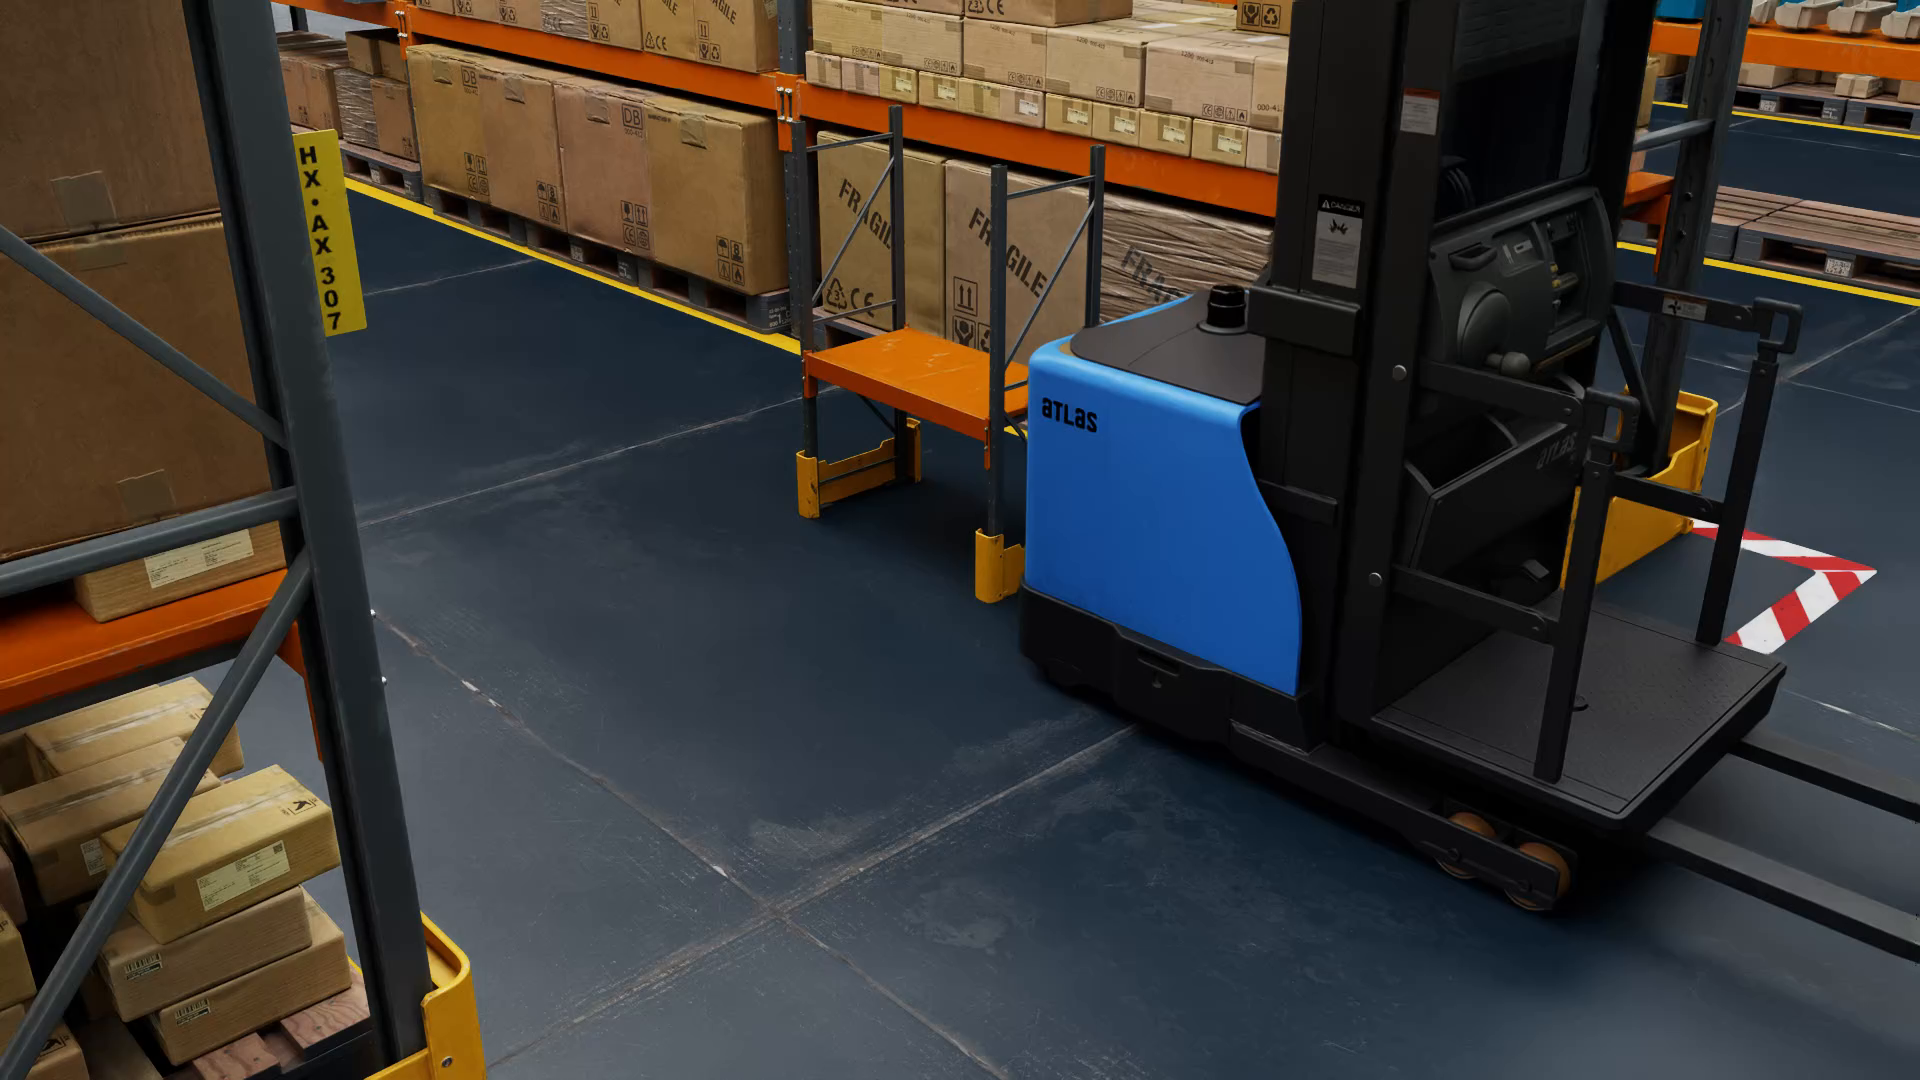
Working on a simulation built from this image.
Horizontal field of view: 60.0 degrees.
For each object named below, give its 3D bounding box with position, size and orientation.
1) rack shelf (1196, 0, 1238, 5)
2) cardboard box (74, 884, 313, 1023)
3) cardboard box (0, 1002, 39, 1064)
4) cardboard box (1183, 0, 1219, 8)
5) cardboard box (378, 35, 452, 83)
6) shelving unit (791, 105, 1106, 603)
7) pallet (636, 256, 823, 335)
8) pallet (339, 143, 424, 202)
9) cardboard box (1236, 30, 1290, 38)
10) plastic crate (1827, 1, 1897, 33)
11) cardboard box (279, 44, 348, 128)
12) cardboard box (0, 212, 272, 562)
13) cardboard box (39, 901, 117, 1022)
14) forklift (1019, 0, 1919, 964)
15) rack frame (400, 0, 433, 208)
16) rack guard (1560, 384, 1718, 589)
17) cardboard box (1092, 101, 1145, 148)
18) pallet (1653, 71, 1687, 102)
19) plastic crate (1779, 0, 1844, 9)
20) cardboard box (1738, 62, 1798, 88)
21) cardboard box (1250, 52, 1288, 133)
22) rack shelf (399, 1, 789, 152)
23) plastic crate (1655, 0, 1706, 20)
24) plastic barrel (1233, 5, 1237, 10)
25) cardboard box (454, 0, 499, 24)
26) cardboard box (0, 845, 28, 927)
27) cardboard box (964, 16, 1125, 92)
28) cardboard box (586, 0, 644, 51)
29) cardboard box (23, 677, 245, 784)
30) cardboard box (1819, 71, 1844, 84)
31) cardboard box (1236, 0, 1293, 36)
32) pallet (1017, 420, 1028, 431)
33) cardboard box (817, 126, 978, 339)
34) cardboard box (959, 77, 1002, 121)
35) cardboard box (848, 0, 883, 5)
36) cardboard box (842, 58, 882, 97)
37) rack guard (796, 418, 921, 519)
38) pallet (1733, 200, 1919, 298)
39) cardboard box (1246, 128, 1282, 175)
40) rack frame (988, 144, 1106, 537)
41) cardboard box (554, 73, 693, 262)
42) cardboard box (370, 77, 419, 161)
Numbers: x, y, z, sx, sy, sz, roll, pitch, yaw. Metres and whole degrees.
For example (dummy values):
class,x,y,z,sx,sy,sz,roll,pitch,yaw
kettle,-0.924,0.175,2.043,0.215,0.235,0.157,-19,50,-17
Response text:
class,x,y,z,sx,sy,sz,roll,pitch,yaw
rack shelf,1.788,-4.210,12.731,1.077,0.370,4.000,-21,32,-38
cardboard box,-1.587,0.801,3.450,0.380,0.149,0.250,-20,31,-36
cardboard box,-1.985,0.954,3.116,0.380,0.149,0.250,-22,33,-40
cardboard box,2.805,-5.886,18.345,0.500,0.250,0.500,-20,31,-37
cardboard box,-3.674,-3.337,11.528,0.500,0.250,0.500,-20,31,-36
shelving unit,-0.052,-0.705,5.989,0.587,1.500,1.083,-21,32,-38
pallet,-1.043,-1.470,9.218,1.003,0.211,1.213,-21,32,-38
pallet,-3.727,-2.707,11.929,1.003,0.211,1.213,-21,32,-38
cardboard box,1.442,-1.912,6.650,0.500,0.250,0.500,23,33,40
plastic crate,5.012,-2.914,9.270,0.396,0.136,0.243,-21,32,-38
cardboard box,-4.829,-3.502,12.793,0.500,0.500,0.700,20,32,37
cardboard box,-1.521,-0.333,2.887,0.500,0.500,0.500,-19,31,-36
cardboard box,-1.779,0.862,3.674,0.380,0.149,0.250,-21,32,-39
forklift,1.597,-0.643,4.127,3.031,2.935,1.130,22,32,39
rack frame,-3.194,-3.738,10.830,1.000,3.000,0.127,-21,32,-38
rack guard,2.290,-0.170,6.020,1.175,0.500,0.348,-21,32,-38
cardboard box,0.745,-1.678,6.616,0.380,0.149,0.250,-20,32,-37
pallet,6.190,-4.302,15.427,1.003,0.211,1.213,-21,32,-38
plastic crate,5.061,-3.238,9.862,0.416,0.233,0.300,-21,32,-38
cardboard box,6.902,-4.124,14.385,0.500,0.311,0.500,-21,32,-38
cardboard box,1.403,-1.607,5.981,0.500,0.250,0.500,-22,32,-39
rack shelf,-1.827,-2.805,9.651,1.077,0.370,4.000,-21,32,-38
plastic crate,4.298,-3.220,9.824,0.416,0.233,0.300,-21,32,-38
plastic barrel,2.312,-3.552,12.444,0.600,0.901,0.708,-21,32,-38
cardboard box,-2.706,-3.404,9.976,0.500,0.500,0.500,-22,33,-40
cardboard box,-2.093,0.716,3.278,0.380,0.149,0.250,-20,32,-37
cardboard box,0.364,-2.069,6.994,0.500,0.250,0.500,-20,31,-37
cardboard box,-1.675,-2.944,8.969,0.500,0.500,0.500,-22,32,-39
cardboard box,-1.881,0.480,3.795,0.380,0.149,0.250,-21,32,-39
cardboard box,7.670,-4.050,14.418,0.380,0.149,0.250,-21,32,-38
cardboard box,1.442,-2.251,6.490,0.500,0.500,0.500,-22,33,-40
pallet,0.840,-0.635,7.388,1.003,0.211,1.213,-21,32,-38
cardboard box,-0.068,-1.528,8.039,0.875,0.875,0.875,-21,32,-38
cardboard box,0.215,-1.912,7.130,0.380,0.149,0.250,-22,32,-39
cardboard box,-0.320,-2.717,7.510,0.500,0.500,0.500,-21,32,-38
cardboard box,-0.321,-2.148,7.648,0.250,0.149,0.380,23,33,40
rack guard,-0.392,-0.288,6.579,0.587,0.250,0.087,-21,32,-38
pallet,5.354,-1.712,9.748,1.003,0.211,1.213,-21,32,-38
cardboard box,1.270,-1.445,6.107,0.380,0.149,0.250,-21,32,-38
rack frame,0.289,-0.554,5.658,0.500,1.500,0.032,-21,32,-38
cardboard box,-1.524,-2.209,9.533,0.875,0.875,1.225,22,33,40
cardboard box,-3.667,-2.998,11.690,0.500,0.500,0.700,22,32,39
